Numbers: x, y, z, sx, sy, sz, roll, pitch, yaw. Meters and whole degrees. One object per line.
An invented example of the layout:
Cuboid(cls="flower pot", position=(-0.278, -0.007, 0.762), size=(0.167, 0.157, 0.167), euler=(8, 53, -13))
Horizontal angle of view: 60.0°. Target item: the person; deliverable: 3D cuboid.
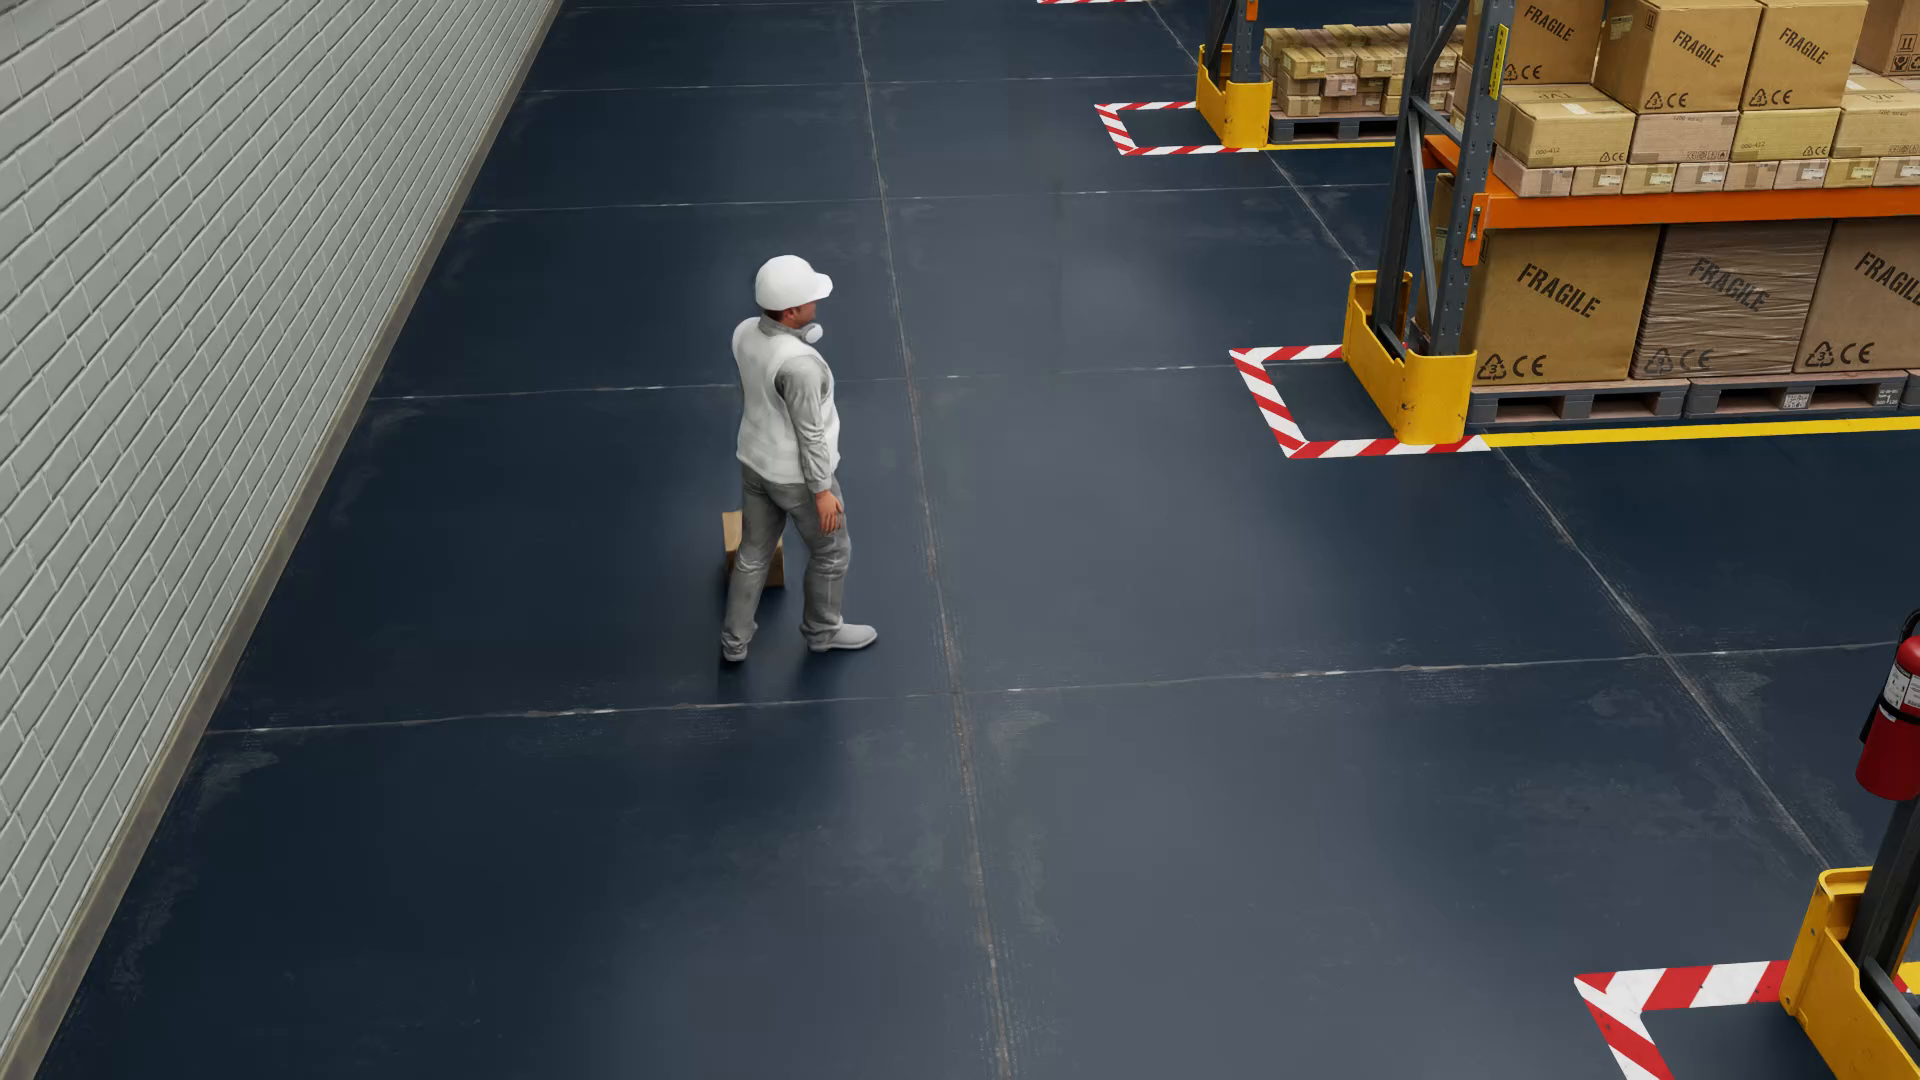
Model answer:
Cuboid(cls="person", position=(-0.685, -0.291, 6.598), size=(0.618, 1.766, 0.614), euler=(-23, 38, -33))
